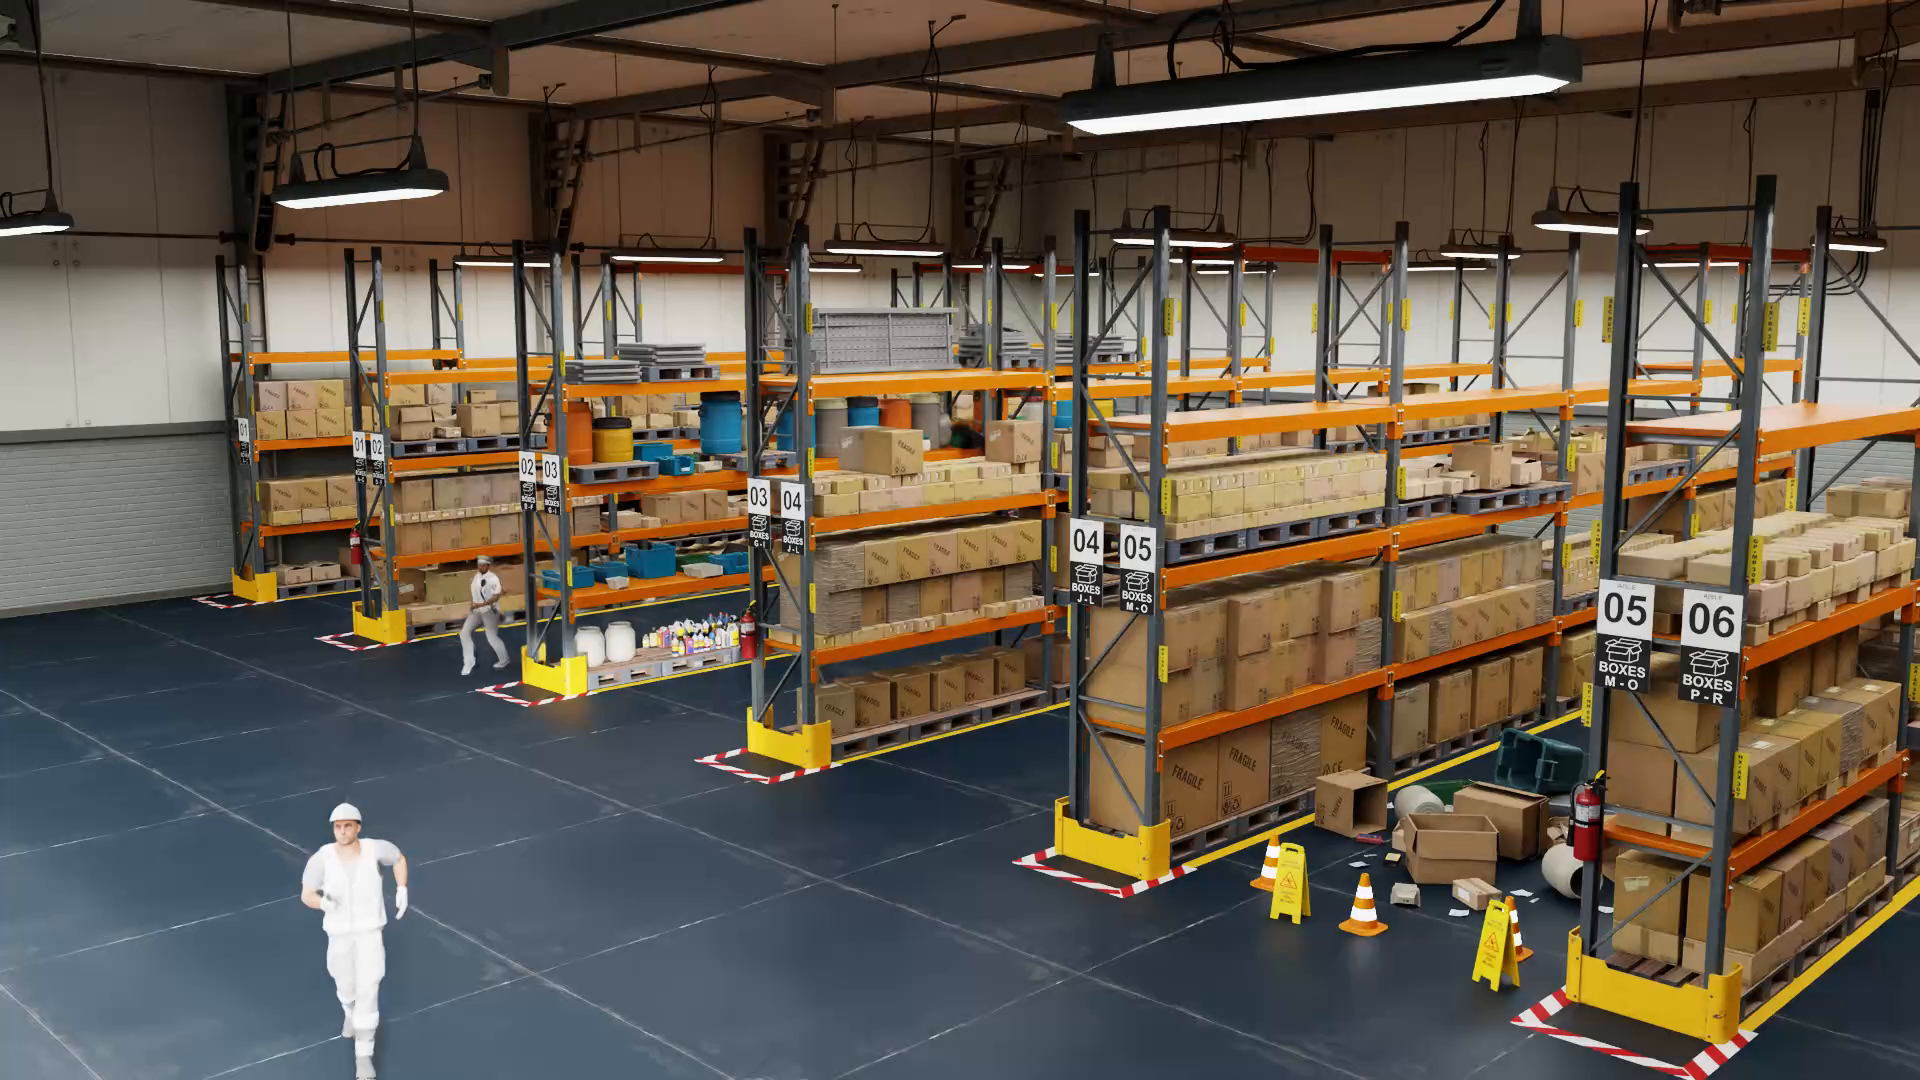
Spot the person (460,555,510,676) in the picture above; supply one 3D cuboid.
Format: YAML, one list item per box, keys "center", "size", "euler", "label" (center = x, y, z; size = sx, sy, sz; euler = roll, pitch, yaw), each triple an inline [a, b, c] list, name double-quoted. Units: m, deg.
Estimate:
- center: [-6.663, 1.043, 23.376]
  size: [0.581, 1.725, 0.707]
  euler: [5, 10, 32]
  label: "person"

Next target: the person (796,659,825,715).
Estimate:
- center: [-1.947, 1.282, 21.290]
  size: [0.661, 1.840, 0.814]
  euler: [5, 10, 33]
  label: "person"

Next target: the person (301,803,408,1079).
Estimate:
- center: [-4.125, 2.674, 11.342]
  size: [0.670, 1.775, 0.992]
  euler: [-2, 8, -13]
  label: "person"
